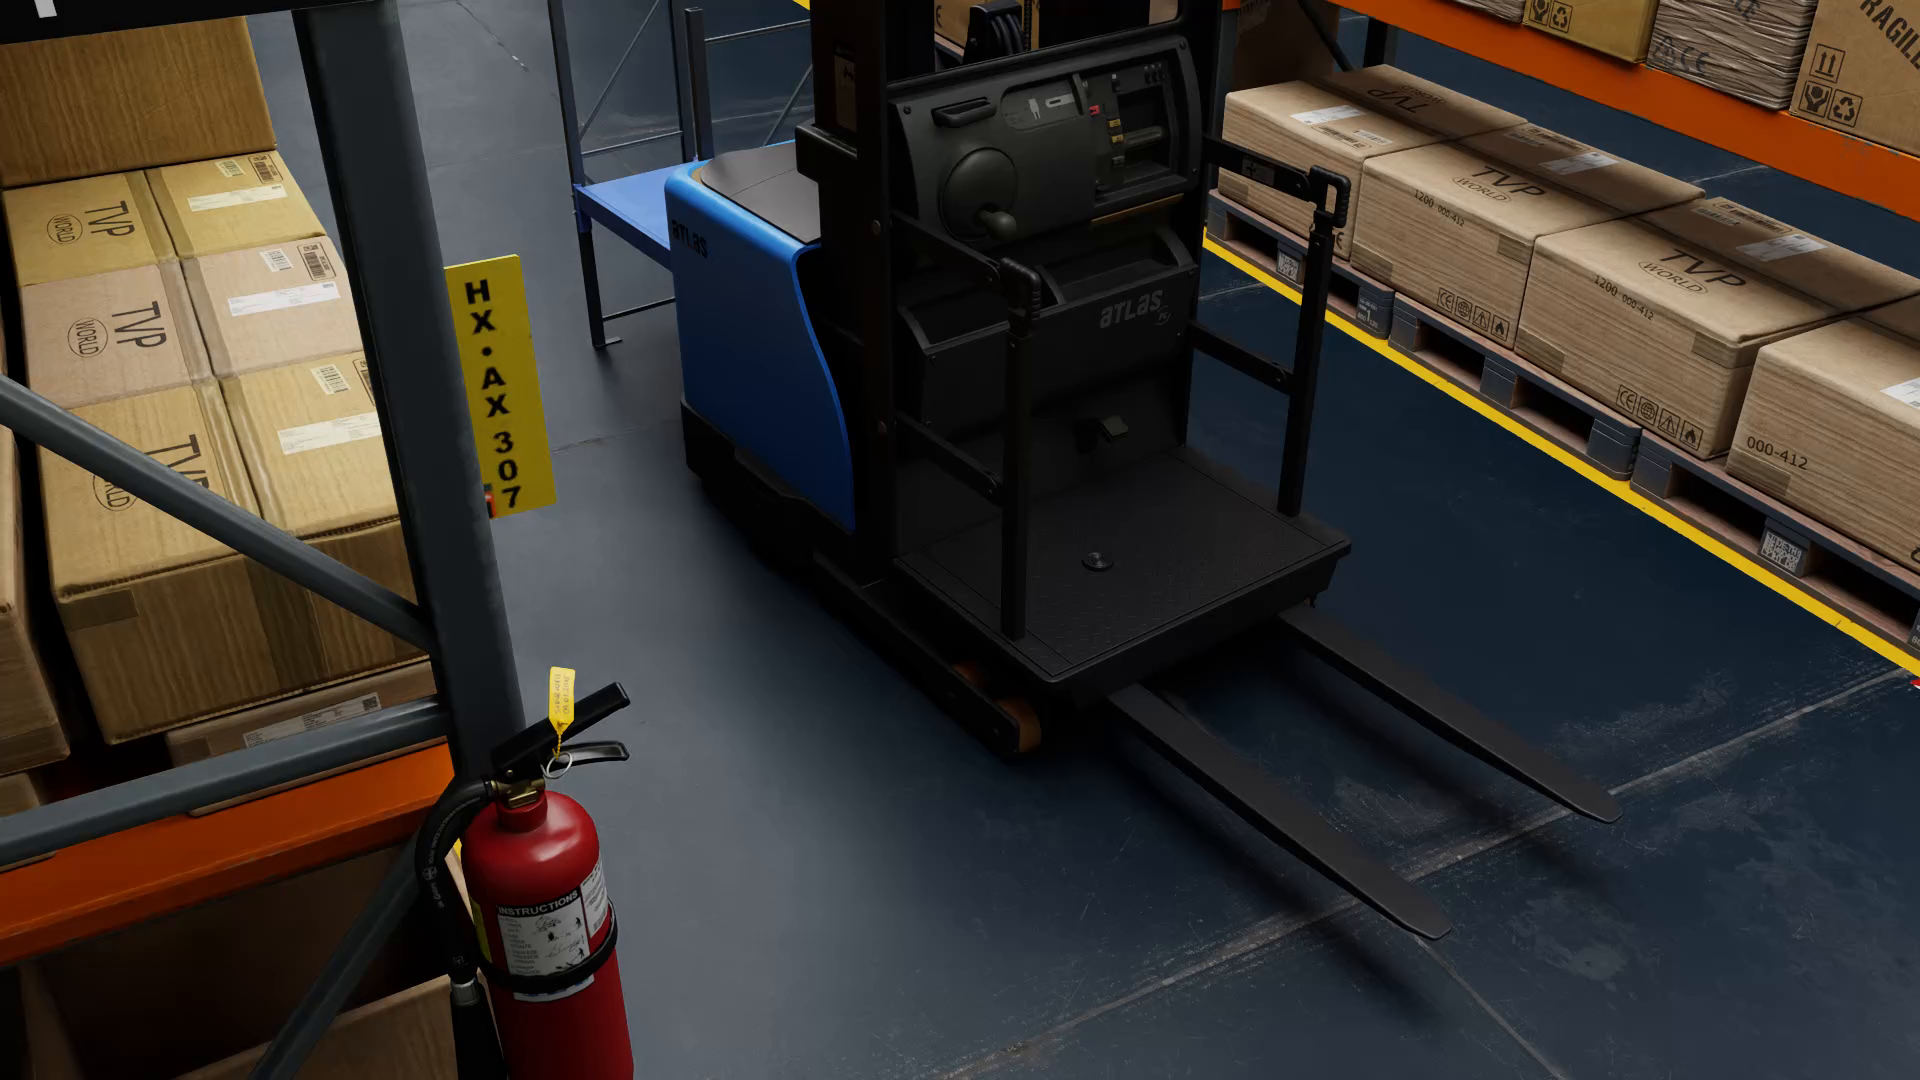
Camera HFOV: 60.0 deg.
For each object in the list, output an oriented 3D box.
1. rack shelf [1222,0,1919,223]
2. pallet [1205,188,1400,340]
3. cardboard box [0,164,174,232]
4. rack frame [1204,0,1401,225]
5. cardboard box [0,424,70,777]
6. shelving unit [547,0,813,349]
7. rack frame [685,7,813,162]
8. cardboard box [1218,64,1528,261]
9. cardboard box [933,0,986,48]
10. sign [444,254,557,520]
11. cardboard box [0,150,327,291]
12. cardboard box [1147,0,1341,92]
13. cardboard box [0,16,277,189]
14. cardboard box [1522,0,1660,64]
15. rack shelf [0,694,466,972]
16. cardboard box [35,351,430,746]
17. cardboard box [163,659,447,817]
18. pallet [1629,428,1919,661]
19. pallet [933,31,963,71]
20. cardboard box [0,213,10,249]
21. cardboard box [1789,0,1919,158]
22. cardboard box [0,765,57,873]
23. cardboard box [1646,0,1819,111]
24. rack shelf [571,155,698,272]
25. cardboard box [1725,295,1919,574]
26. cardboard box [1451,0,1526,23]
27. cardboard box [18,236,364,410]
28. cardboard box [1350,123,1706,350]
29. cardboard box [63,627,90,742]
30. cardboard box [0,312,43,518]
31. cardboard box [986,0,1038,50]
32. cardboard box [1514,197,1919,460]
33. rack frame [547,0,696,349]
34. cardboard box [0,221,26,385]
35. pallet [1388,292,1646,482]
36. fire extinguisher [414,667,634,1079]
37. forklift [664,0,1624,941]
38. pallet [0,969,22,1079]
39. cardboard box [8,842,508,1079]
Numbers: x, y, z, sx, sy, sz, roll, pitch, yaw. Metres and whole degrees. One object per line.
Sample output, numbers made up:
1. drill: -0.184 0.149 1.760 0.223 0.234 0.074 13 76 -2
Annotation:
1. rack shelf: 2.438 -1.572 5.589 1.077 0.370 4.000 -16 36 -23
2. pallet: 1.791 -1.272 7.040 1.003 0.211 1.213 -16 36 -23
3. cardboard box: -1.724 -0.737 3.482 0.500 0.250 0.500 -17 36 -24
4. rack frame: 1.505 -2.829 6.885 1.000 3.000 0.127 -16 36 -23
5. cardboard box: -1.468 0.115 2.153 0.500 0.250 0.500 -15 36 -22
6. shelving unit: -0.907 -1.234 5.785 0.538 1.500 1.048 -22 39 -30
7. rack frame: -0.605 -1.013 5.441 0.500 1.500 0.032 -22 39 -30
8. cardboard box: 1.703 -1.600 6.953 0.875 0.438 0.875 -16 36 -24
9. cardboard box: 0.301 -3.243 9.111 0.875 0.875 0.875 -15 36 -23
10. sign: -0.539 -0.171 1.934 0.100 0.325 0.005 -16 36 -23
11. cardboard box: -1.467 -0.498 3.110 0.500 0.250 0.500 -17 36 -24
12. cardboard box: 1.145 -2.387 7.775 0.875 0.875 0.875 -15 35 -22
13. cardboard box: -1.692 -1.048 3.273 0.500 0.500 0.500 -15 36 -22
14. cardboard box: 2.190 -1.855 5.273 0.500 0.500 0.500 -15 35 -22
15. rack shelf: -1.952 -0.321 3.638 1.077 0.370 4.000 -16 36 -23
16. cardboard box: -0.992 -0.016 2.358 0.500 0.250 0.500 -16 36 -23
17. cardboard box: -0.930 0.210 2.374 0.380 0.149 0.250 -16 36 -23
18. pallet: 2.928 -0.108 5.223 1.003 0.211 1.213 -16 36 -23
19. pallet: 0.506 -2.587 9.092 1.003 0.211 1.213 -16 36 -23
20. cardboard box: -2.178 -0.618 3.298 0.500 0.250 0.500 -16 36 -23
21. cardboard box: 2.690 -1.369 4.514 0.500 0.500 0.500 -17 36 -24
22. cardboard box: -1.411 0.345 2.163 0.380 0.149 0.250 -16 36 -24
23. cardboard box: 2.442 -1.612 4.893 0.500 0.500 0.500 -15 36 -22
24. rack shelf: -0.907 -1.082 5.882 0.538 0.185 1.000 -22 39 -30
25. cardboard box: 2.974 -0.308 4.936 0.875 0.438 0.875 -17 36 -25
26. cardboard box: 1.950 -2.101 5.656 0.500 0.500 0.500 -16 36 -23
27. cardboard box: -1.228 -0.257 2.733 0.500 0.250 0.500 -15 36 -23
28. cardboard box: 2.121 -1.173 6.287 0.875 0.438 0.875 -17 36 -24
29. cardboard box: -1.475 0.209 2.377 0.380 0.149 0.250 -15 35 -22
30. cardboard box: -1.708 -0.131 2.537 0.500 0.250 0.500 -16 36 -23
31. cardboard box: 0.717 -2.816 8.445 0.875 0.875 0.875 -15 36 -22
32. cardboard box: 2.540 -0.743 5.614 0.875 0.438 0.875 -15 36 -22
33. rack frame: -1.209 -1.454 6.129 0.500 1.500 0.032 -22 39 -30
34. cardboard box: -1.935 -0.369 2.908 0.500 0.250 0.500 -15 35 -22
35. pallet: 2.363 -0.689 6.130 1.003 0.211 1.213 -16 36 -23
36. fire extinguisher: -0.542 0.474 2.147 0.296 0.674 0.183 -16 36 -23
37. forklift: 0.372 -0.963 4.037 1.130 2.935 3.031 -22 39 -30
38. pallet: -1.427 1.088 3.356 1.003 0.211 1.213 -16 36 -23
39. cardboard box: -1.221 0.889 3.007 0.797 0.503 0.637 -17 37 -25
